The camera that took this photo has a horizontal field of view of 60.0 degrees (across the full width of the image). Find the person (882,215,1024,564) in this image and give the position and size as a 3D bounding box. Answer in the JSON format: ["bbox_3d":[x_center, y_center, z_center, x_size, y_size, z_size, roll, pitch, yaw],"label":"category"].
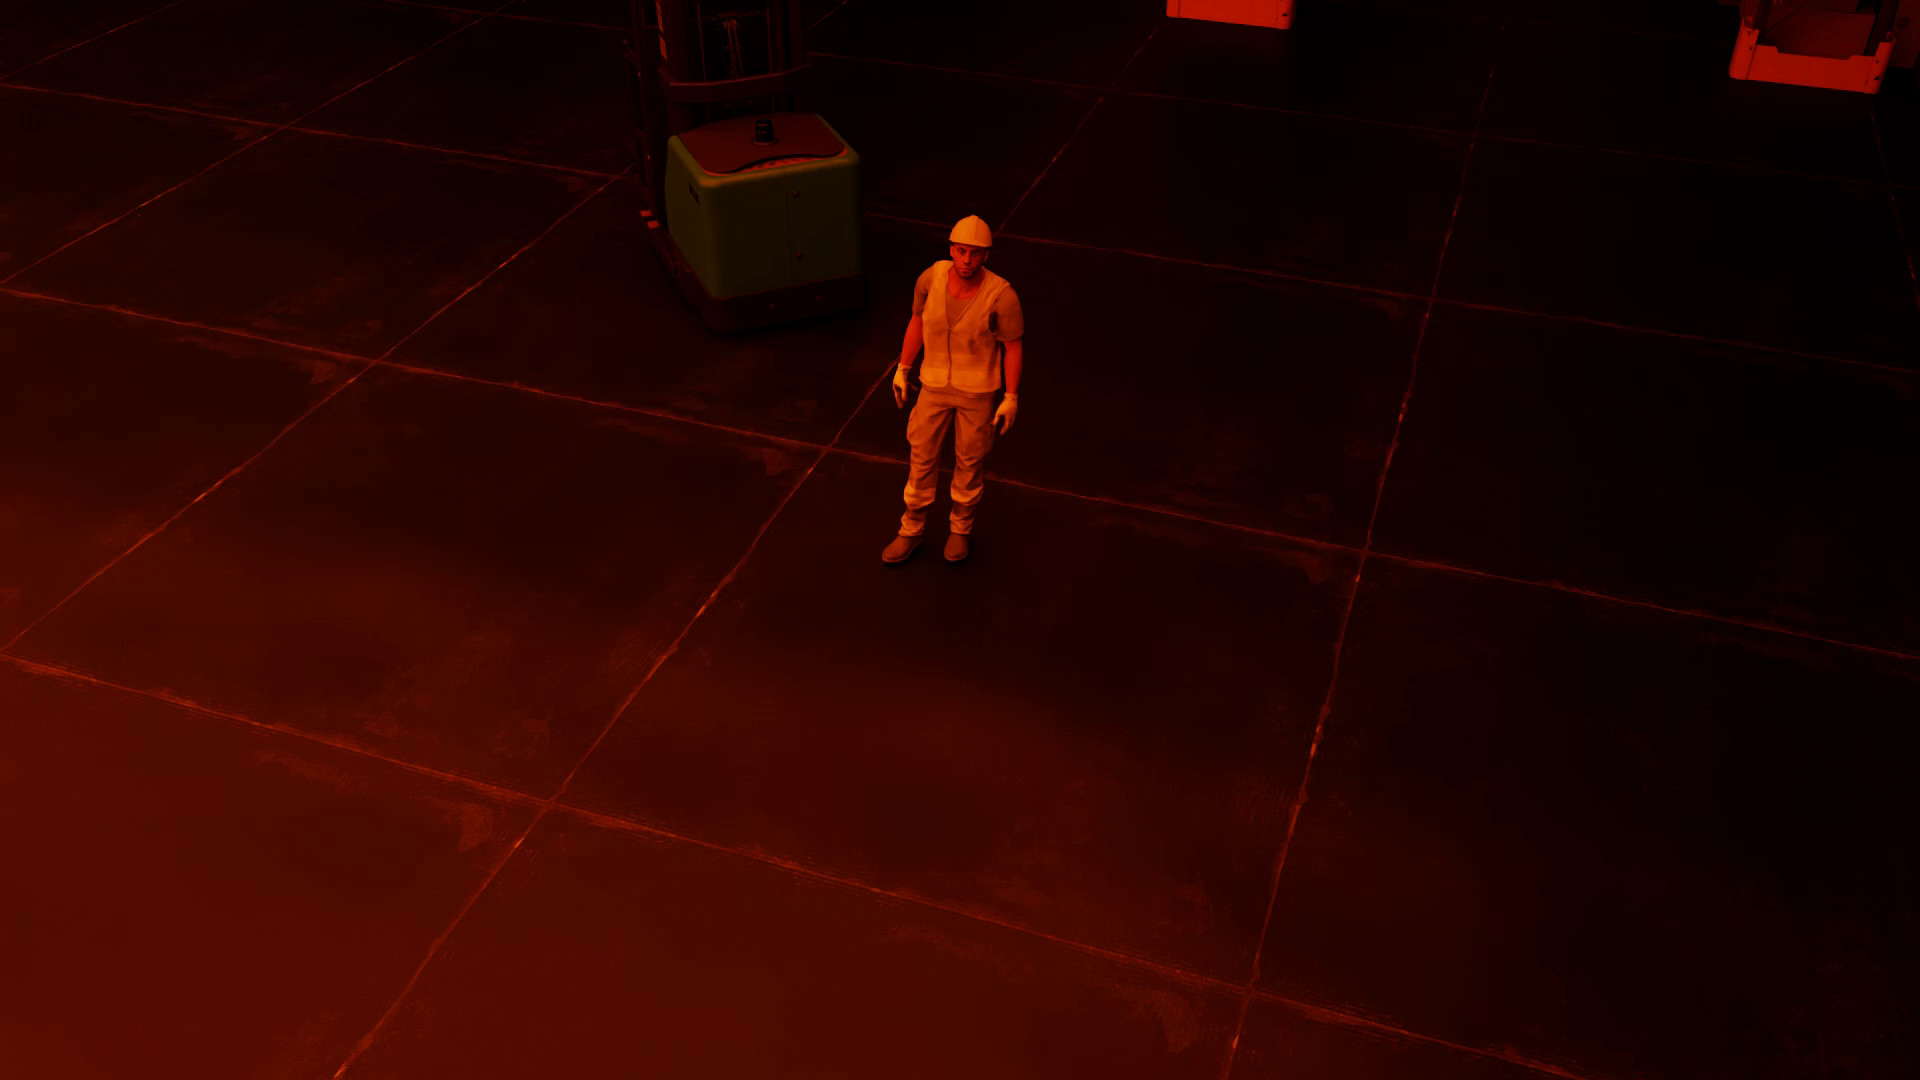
[{"bbox_3d":[-0.038,-0.695,8.065,0.637,1.787,0.564,12,37,16],"label":"person"}]

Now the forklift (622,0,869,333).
[{"bbox_3d":[-1.630,-3.327,10.803,1.130,2.935,3.031,-14,38,-19],"label":"forklift"}]
